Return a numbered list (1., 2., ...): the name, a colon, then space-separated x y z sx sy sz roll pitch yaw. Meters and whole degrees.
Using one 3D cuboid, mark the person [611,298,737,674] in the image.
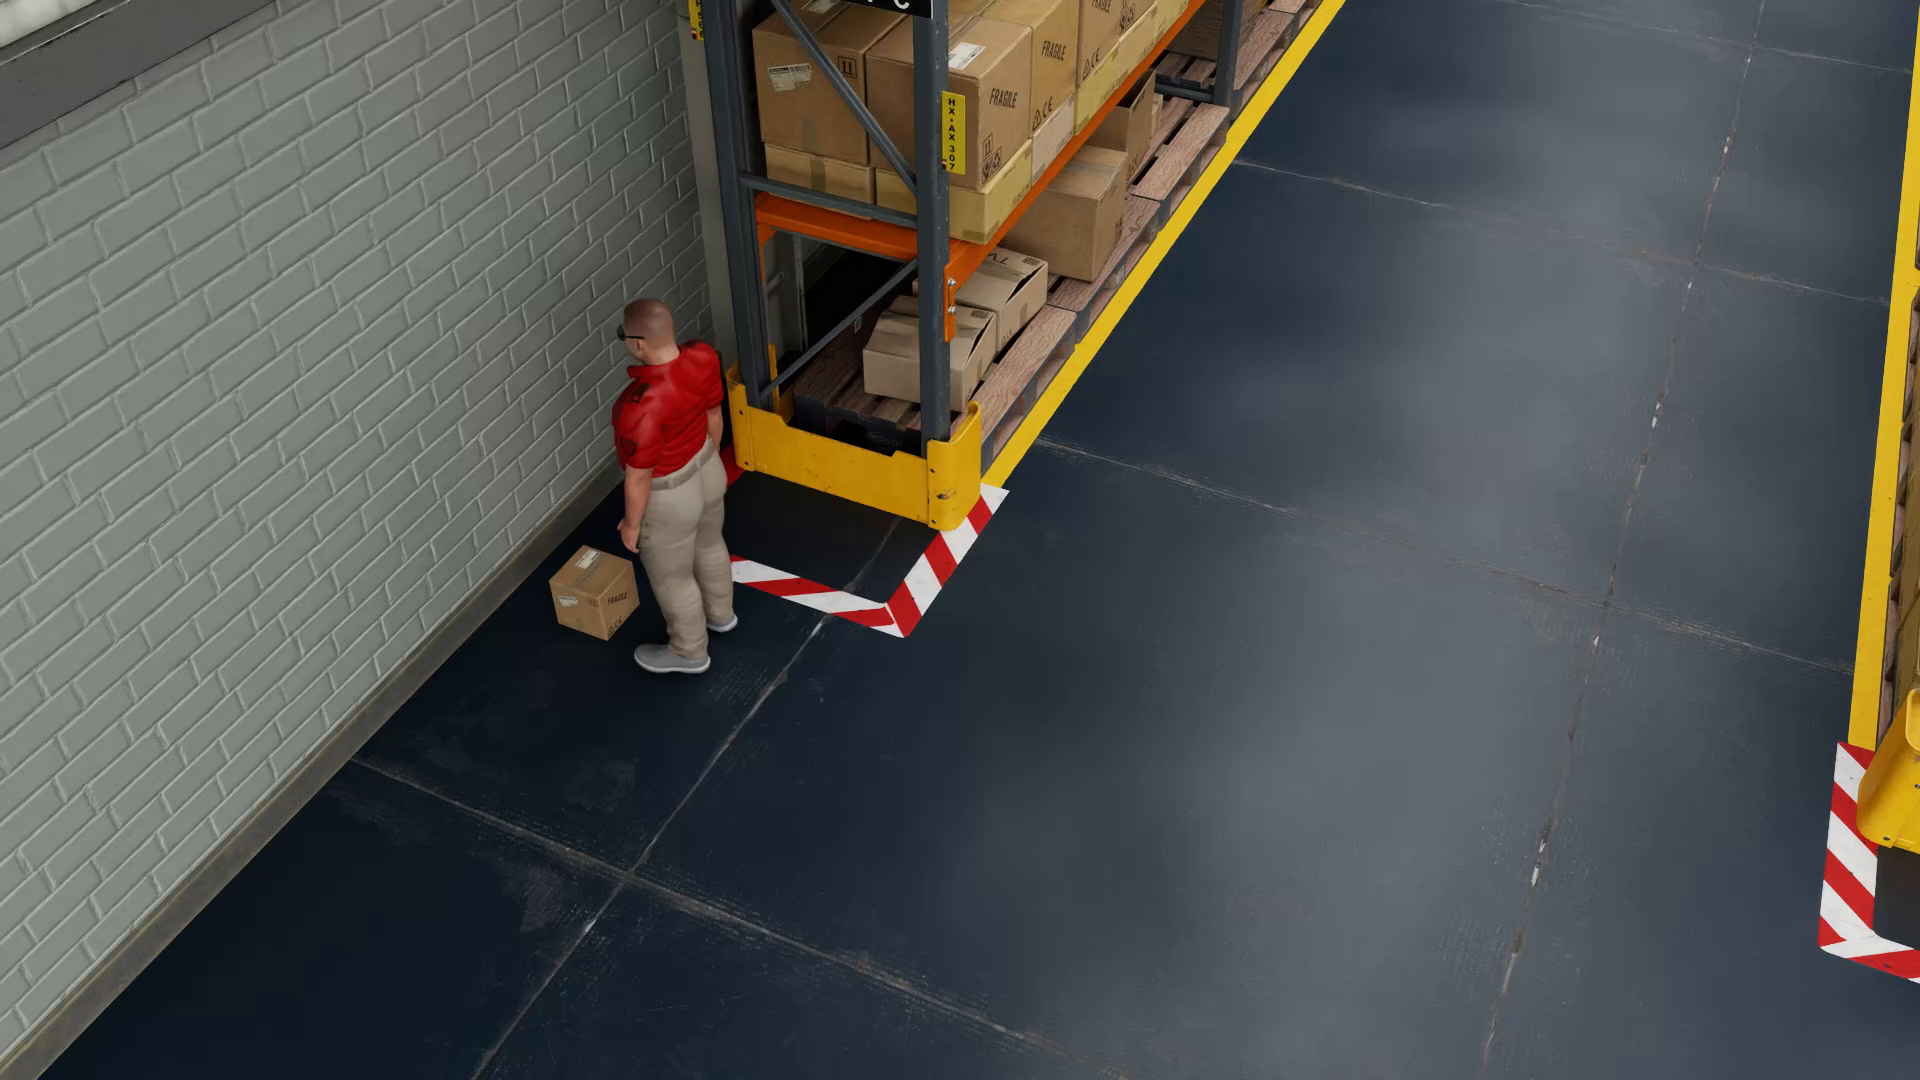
1. person: -1.132 -0.185 6.385 0.402 1.760 0.546 18 45 19
